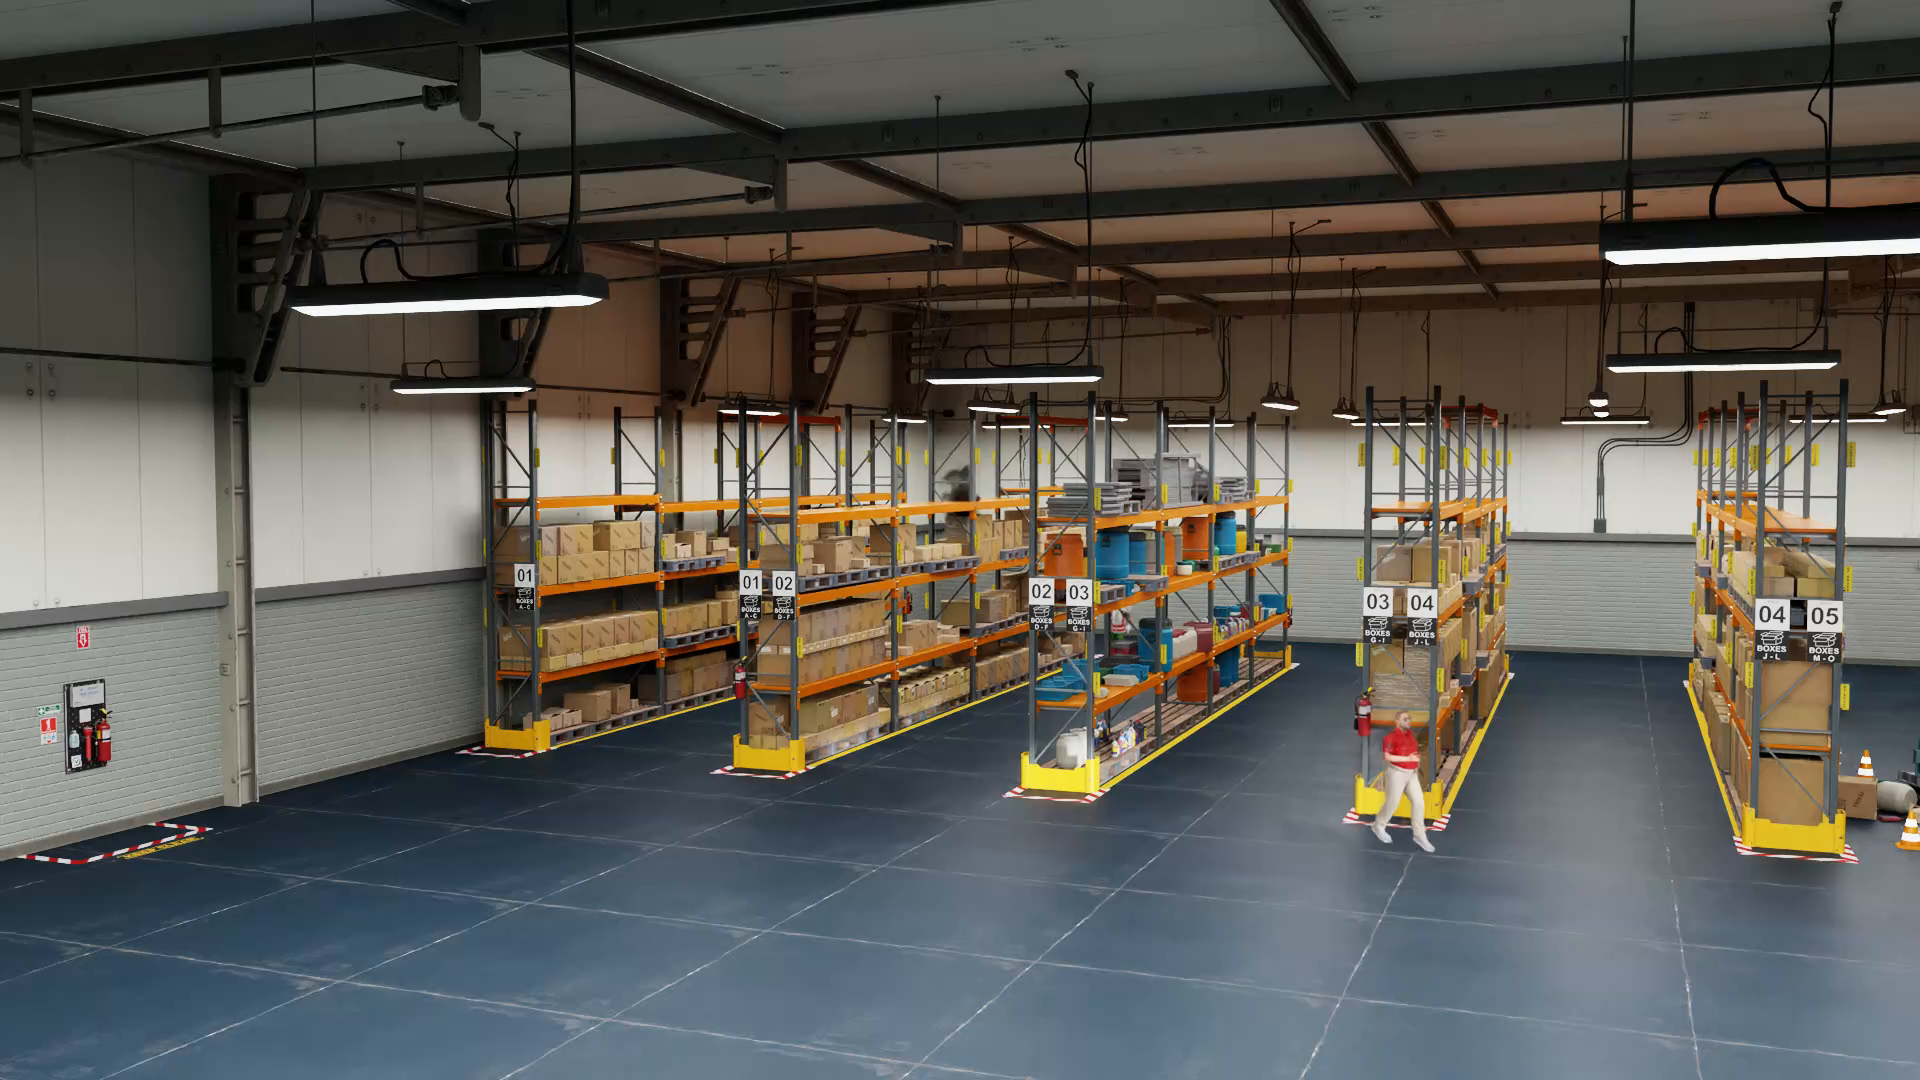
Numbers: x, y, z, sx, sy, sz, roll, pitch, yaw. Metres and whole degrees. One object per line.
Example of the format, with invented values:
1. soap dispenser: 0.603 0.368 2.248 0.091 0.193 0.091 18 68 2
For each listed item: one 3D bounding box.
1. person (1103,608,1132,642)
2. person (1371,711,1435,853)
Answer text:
1. person: 3.702 2.186 39.197 0.659 1.759 0.815 1 3 14
2. person: 5.664 3.070 21.348 0.664 1.765 0.876 -2 3 -32
